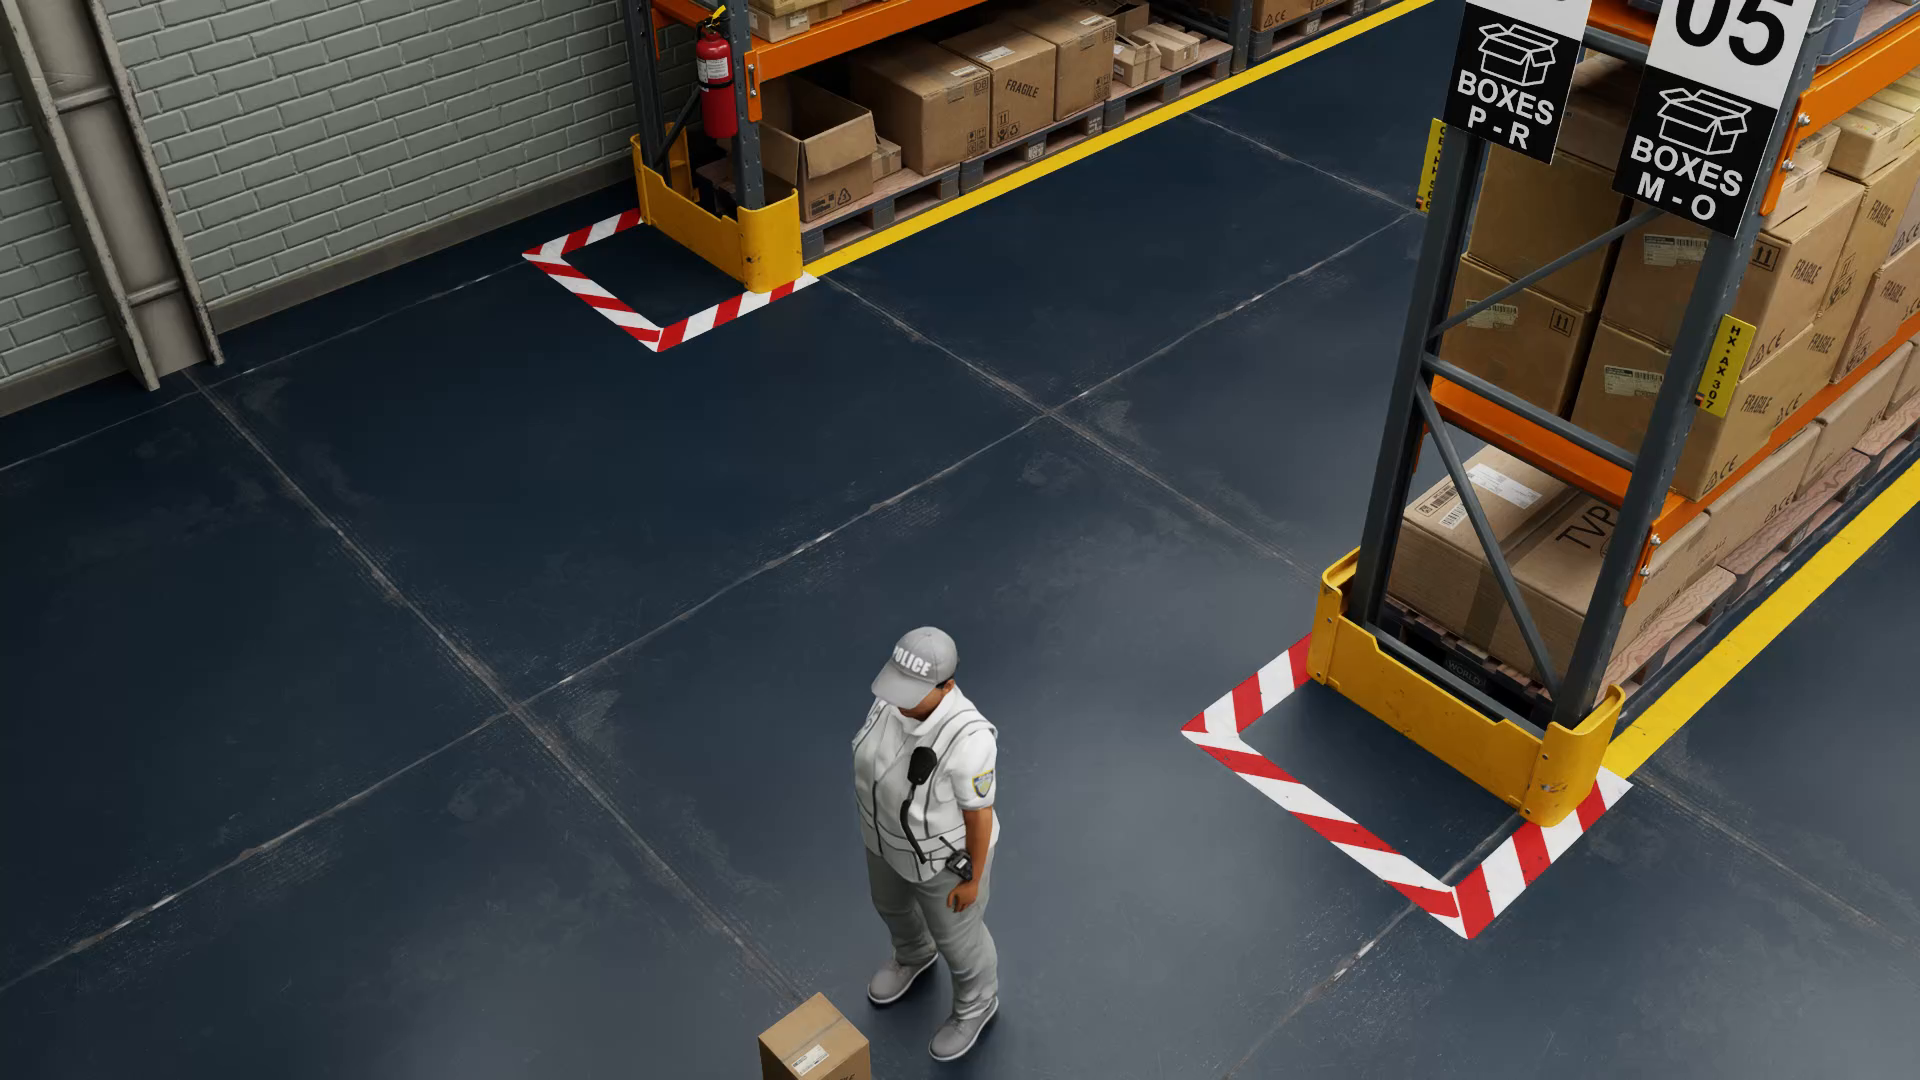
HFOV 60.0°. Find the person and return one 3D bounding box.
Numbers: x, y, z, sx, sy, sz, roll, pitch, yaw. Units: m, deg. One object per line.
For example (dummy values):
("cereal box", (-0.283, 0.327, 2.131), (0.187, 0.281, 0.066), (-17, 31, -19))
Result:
("person", (-0.103, 0.921, 5.070), (0.389, 1.673, 0.478), (-29, 48, -30))
